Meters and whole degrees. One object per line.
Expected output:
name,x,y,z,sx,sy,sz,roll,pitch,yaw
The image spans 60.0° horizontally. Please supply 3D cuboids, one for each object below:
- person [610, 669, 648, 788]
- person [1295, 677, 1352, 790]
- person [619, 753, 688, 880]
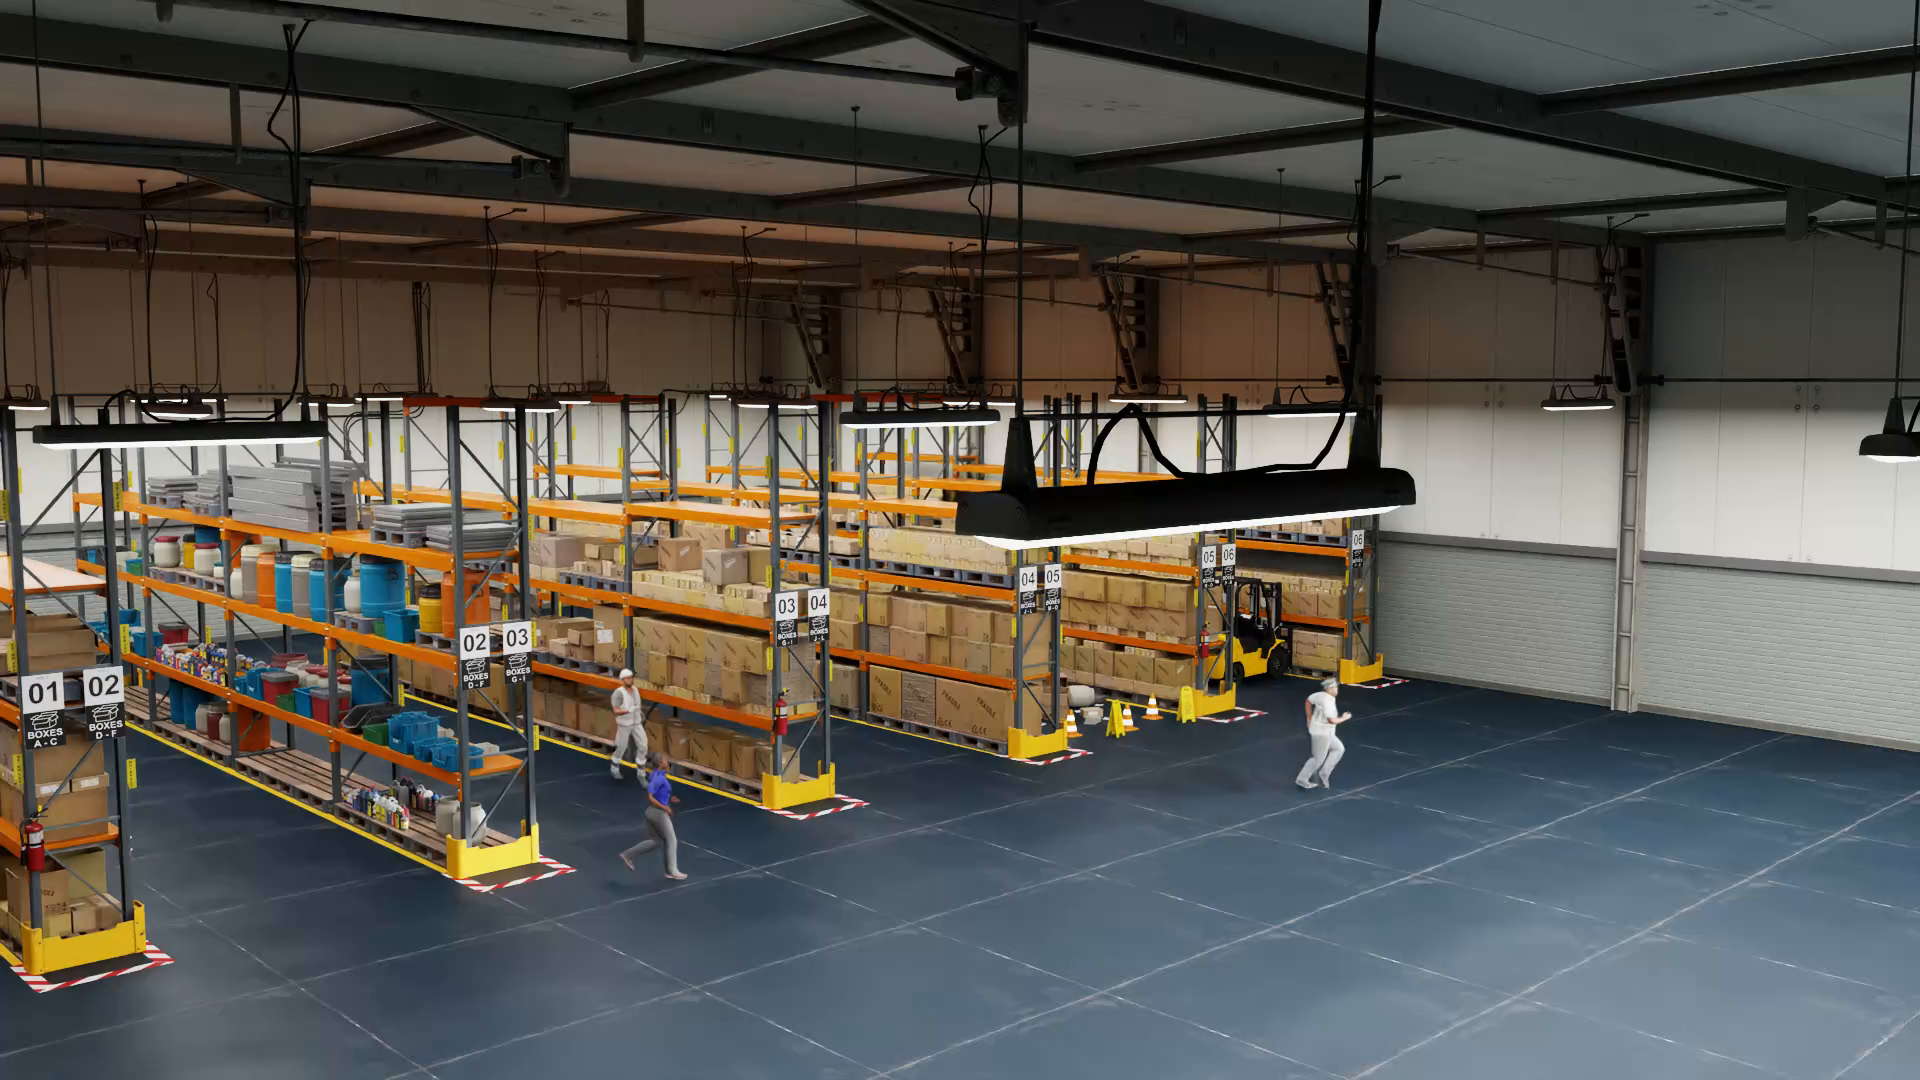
person,-5.170,2.923,25.968,0.800,1.844,0.647,5,8,44
person,5.598,2.981,25.599,0.828,1.770,0.694,0,6,4
person,-3.861,3.502,20.968,0.845,1.654,0.584,-2,6,-18
